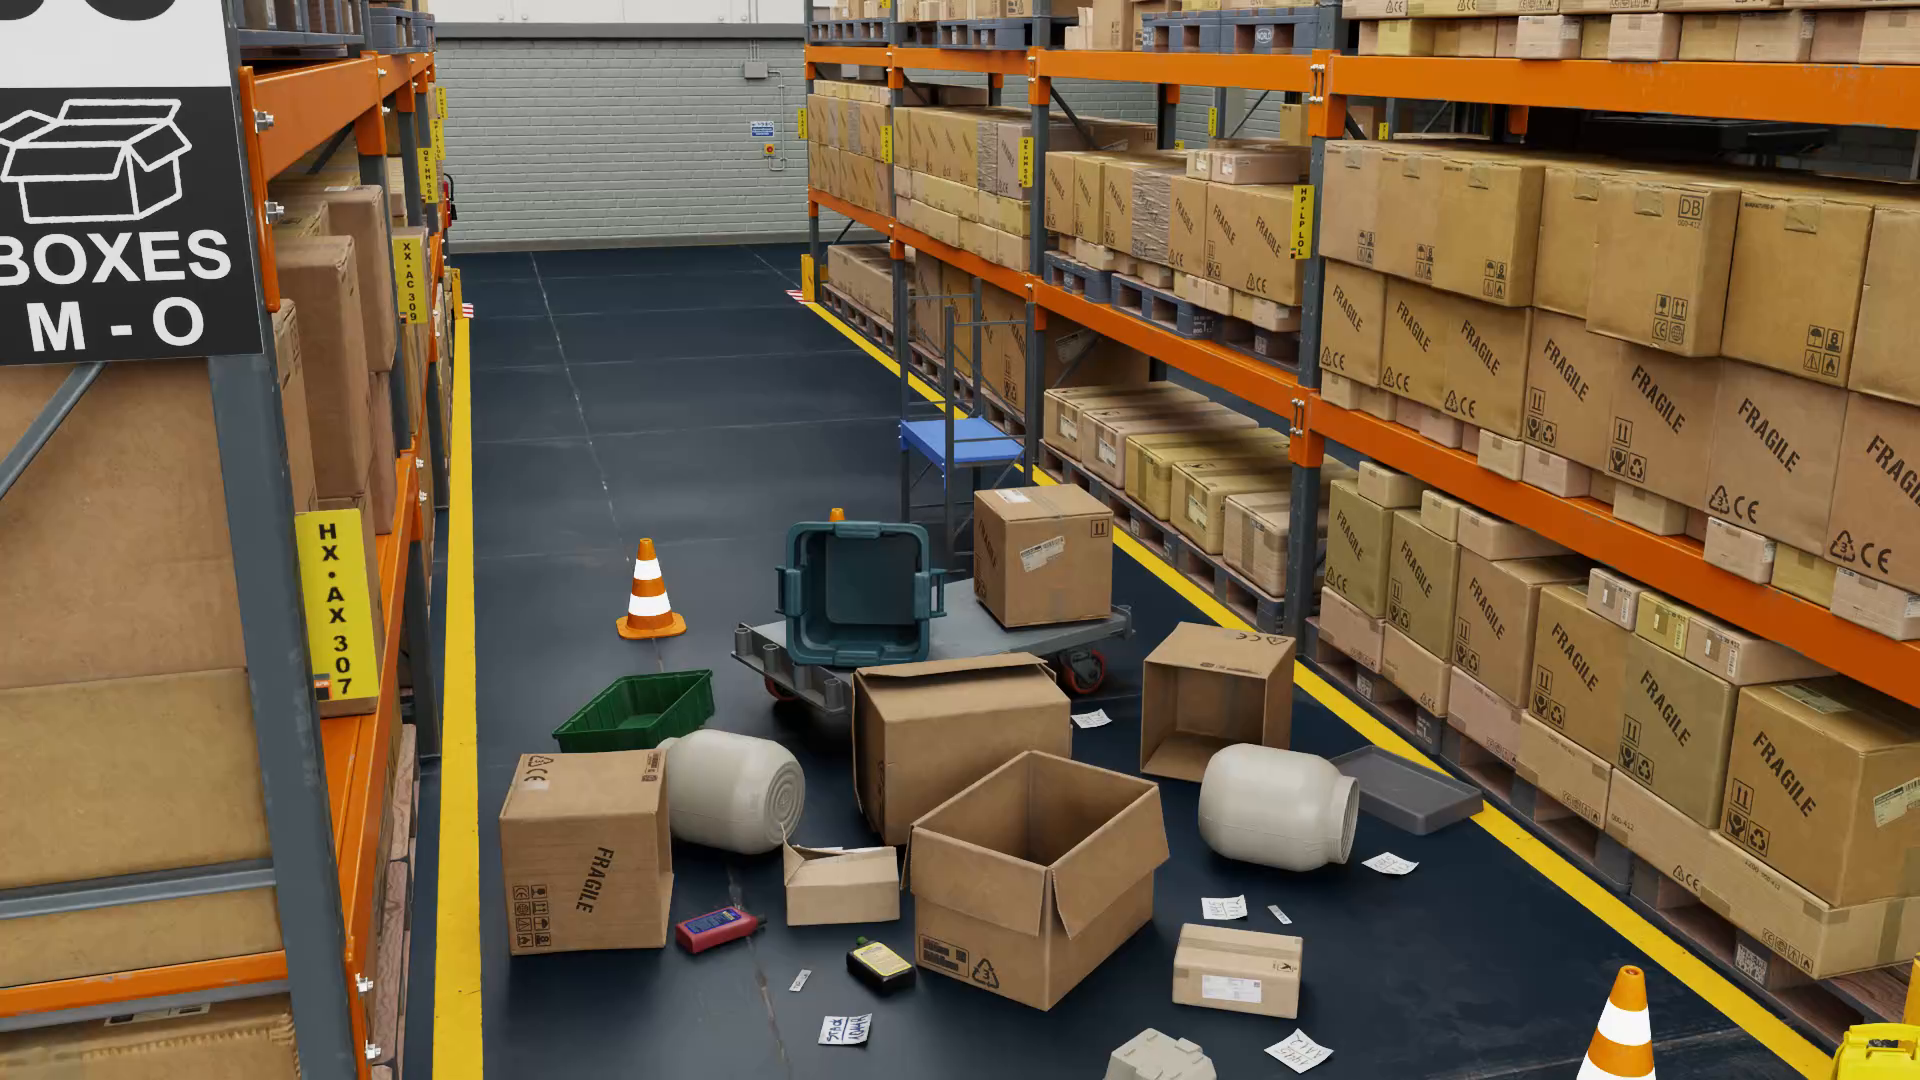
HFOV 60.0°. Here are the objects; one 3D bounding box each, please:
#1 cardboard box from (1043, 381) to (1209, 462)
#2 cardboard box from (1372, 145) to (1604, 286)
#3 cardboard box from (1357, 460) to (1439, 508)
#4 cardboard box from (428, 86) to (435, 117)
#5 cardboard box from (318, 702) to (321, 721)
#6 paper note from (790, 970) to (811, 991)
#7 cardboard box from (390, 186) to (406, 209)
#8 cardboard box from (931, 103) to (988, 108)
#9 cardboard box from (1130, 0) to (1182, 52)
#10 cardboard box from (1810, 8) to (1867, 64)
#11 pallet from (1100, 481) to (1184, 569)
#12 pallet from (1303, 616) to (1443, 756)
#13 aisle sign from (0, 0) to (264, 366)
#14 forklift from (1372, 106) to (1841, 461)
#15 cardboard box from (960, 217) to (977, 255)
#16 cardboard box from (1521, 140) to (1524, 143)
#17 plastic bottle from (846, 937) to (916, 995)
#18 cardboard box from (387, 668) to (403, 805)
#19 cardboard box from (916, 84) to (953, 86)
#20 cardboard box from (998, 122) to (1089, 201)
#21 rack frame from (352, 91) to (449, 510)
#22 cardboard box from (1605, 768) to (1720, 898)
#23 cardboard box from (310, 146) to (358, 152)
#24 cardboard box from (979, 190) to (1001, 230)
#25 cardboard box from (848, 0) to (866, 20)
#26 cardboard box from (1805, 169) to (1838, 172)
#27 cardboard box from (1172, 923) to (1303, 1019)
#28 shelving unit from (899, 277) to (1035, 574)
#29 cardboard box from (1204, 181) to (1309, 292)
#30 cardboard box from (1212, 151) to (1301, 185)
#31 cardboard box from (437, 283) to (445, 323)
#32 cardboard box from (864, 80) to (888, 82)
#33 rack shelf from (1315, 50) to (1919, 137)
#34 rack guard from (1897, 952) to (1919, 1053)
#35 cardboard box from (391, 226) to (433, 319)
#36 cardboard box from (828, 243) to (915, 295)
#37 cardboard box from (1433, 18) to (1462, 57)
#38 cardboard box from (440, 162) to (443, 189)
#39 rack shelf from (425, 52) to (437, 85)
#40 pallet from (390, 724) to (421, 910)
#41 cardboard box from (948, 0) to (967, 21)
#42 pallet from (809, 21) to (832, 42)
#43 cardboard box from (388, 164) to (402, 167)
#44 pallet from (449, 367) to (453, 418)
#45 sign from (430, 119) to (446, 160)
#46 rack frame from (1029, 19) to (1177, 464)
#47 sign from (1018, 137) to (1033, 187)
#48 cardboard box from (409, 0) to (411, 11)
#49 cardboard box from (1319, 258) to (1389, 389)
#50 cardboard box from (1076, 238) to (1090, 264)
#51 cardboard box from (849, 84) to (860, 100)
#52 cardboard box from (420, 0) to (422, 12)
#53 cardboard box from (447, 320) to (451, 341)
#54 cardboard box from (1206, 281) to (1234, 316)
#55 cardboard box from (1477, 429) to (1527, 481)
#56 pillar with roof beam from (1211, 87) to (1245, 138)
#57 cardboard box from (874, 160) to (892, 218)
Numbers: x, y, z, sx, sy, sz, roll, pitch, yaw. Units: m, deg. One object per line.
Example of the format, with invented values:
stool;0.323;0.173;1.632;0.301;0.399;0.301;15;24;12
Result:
cardboard box;1.121;-0.814;11.286;0.950;0.372;0.625;-6;18;-19
cardboard box;2.106;-1.309;6.668;0.700;0.500;0.500;-5;17;-15
cardboard box;1.954;-0.252;7.196;0.380;0.149;0.250;-4;17;-14
cardboard box;-5.151;-3.955;15.475;0.500;0.500;0.500;-5;18;-17
cardboard box;-1.876;0.282;3.537;0.875;0.550;0.550;-5;17;-15
paper note;-0.506;1.398;5.280;0.032;0.001;0.123;4;17;13
cardboard box;-3.774;-2.192;10.708;0.380;0.149;0.250;-5;17;-17
cardboard box;-0.022;-3.812;15.518;0.500;0.500;0.500;-5;17;-15
cardboard box;1.422;-3.095;9.647;0.797;0.503;0.637;-5;17;-15
cardboard box;2.661;-1.426;4.709;0.380;0.149;0.250;-5;17;-15
pallet;1.520;-0.140;10.051;1.003;0.211;1.213;-5;17;-15
pallet;2.293;0.596;7.599;1.003;0.211;1.213;-5;17;-15
aisle sign;-1.250;-0.645;2.368;0.394;0.787;0.004;-5;17;-15
forklift;3.664;-1.110;8.553;1.130;2.935;3.031;-12;21;-35
cardboard box;0.308;-2.357;12.844;0.500;0.250;0.500;-5;17;-16
cardboard box;4.923;-3.266;14.705;0.700;0.500;0.500;-5;17;-16
plastic bottle;-0.272;1.357;5.330;0.133;0.061;0.283;-12;20;-34
cardboard box;-2.552;0.493;6.059;0.875;0.875;0.875;-4;17;-14
cardboard box;-0.213;-4.366;16.235;0.380;0.149;0.250;-5;17;-17
cardboard box;0.581;-2.678;11.740;0.500;0.500;0.500;-5;17;-17
rack frame;-3.757;-1.609;10.095;1.000;3.000;0.127;-5;17;-15
cardboard box;2.558;0.954;5.612;0.500;0.250;0.500;-5;17;-15
cardboard box;-3.502;-1.871;9.055;0.700;0.500;0.500;-5;17;-16
cardboard box;0.453;-2.451;12.291;0.500;0.250;0.500;-5;17;-17
cardboard box;-0.814;-5.405;16.441;0.500;0.500;0.500;-4;17;-14
cardboard box;6.210;-2.643;12.235;0.380;0.149;0.250;-4;17;-14
cardboard box;0.871;1.347;5.209;0.380;0.149;0.250;4;17;13
shelving unit;0.023;-0.695;9.658;0.538;1.500;1.048;-5;17;-15
cardboard box;1.589;-1.560;8.511;0.500;0.500;0.500;-5;17;-15
cardboard box;1.528;-1.924;8.593;0.380;0.149;0.250;-5;17;-17
cardboard box;-4.408;-1.893;13.350;0.500;0.250;0.500;-5;17;-17
cardboard box;-0.839;-4.927;18.101;0.380;0.149;0.250;-4;17;-14
rack shelf;2.624;-1.461;5.638;1.077;0.370;4.000;-5;17;-15
rack guard;3.153;1.361;4.554;1.175;0.500;0.348;-5;17;-15
cardboard box;-3.375;-1.554;9.736;0.500;0.500;0.500;-5;17;-15
cardboard box;-0.946;-3.041;18.584;0.875;0.438;0.875;-5;18;-17
cardboard box;2.117;-1.996;6.605;0.380;0.149;0.250;-5;17;-15
cardboard box;-5.299;-3.626;16.119;0.500;0.500;0.500;-5;17;-15
rack shelf;-5.406;-4.361;15.292;1.077;0.370;4.000;-5;17;-15
pallet;-2.524;1.049;6.092;1.003;0.211;1.213;-5;17;-15
cardboard box;0.212;-4.179;12.531;0.500;0.500;0.500;-5;17;-15
pallet;-1.010;-5.431;17.758;1.003;0.211;1.213;-5;17;-15
cardboard box;-4.342;-2.767;12.623;0.380;0.149;0.250;-5;17;-15
pallet;-4.640;-1.165;13.463;1.003;0.211;1.213;-5;17;-15
sign;-4.323;-3.315;13.761;0.100;0.325;0.005;-5;17;-15
rack frame;0.975;-2.028;11.491;1.000;3.000;0.127;-5;17;-15
sign;0.442;-2.538;11.175;0.100;0.325;0.005;-5;17;-15
cardboard box;-3.802;-3.410;10.703;0.500;0.500;0.500;-5;17;-15
cardboard box;1.927;-0.969;7.272;0.500;0.500;0.500;-5;17;-15
cardboard box;0.962;-1.844;10.585;0.380;0.149;0.250;-6;18;-19
cardboard box;-0.887;-4.458;16.539;0.380;0.149;0.250;-5;17;-15
cardboard box;-4.890;-4.610;14.263;0.500;0.250;0.500;-5;17;-15
cardboard box;-4.648;-1.819;14.503;0.380;0.149;0.250;-4;17;-13
cardboard box;1.507;-1.266;8.660;0.380;0.149;0.250;-5;17;-16
cardboard box;2.195;-0.335;6.289;0.380;0.149;0.250;-5;17;-15
pillar with roof beam;-0.466;-7.985;20.891;9.100;9.000;0.400;-5;17;-15
cardboard box;-0.497;-3.291;15.520;0.500;0.500;0.500;-5;17;-15
